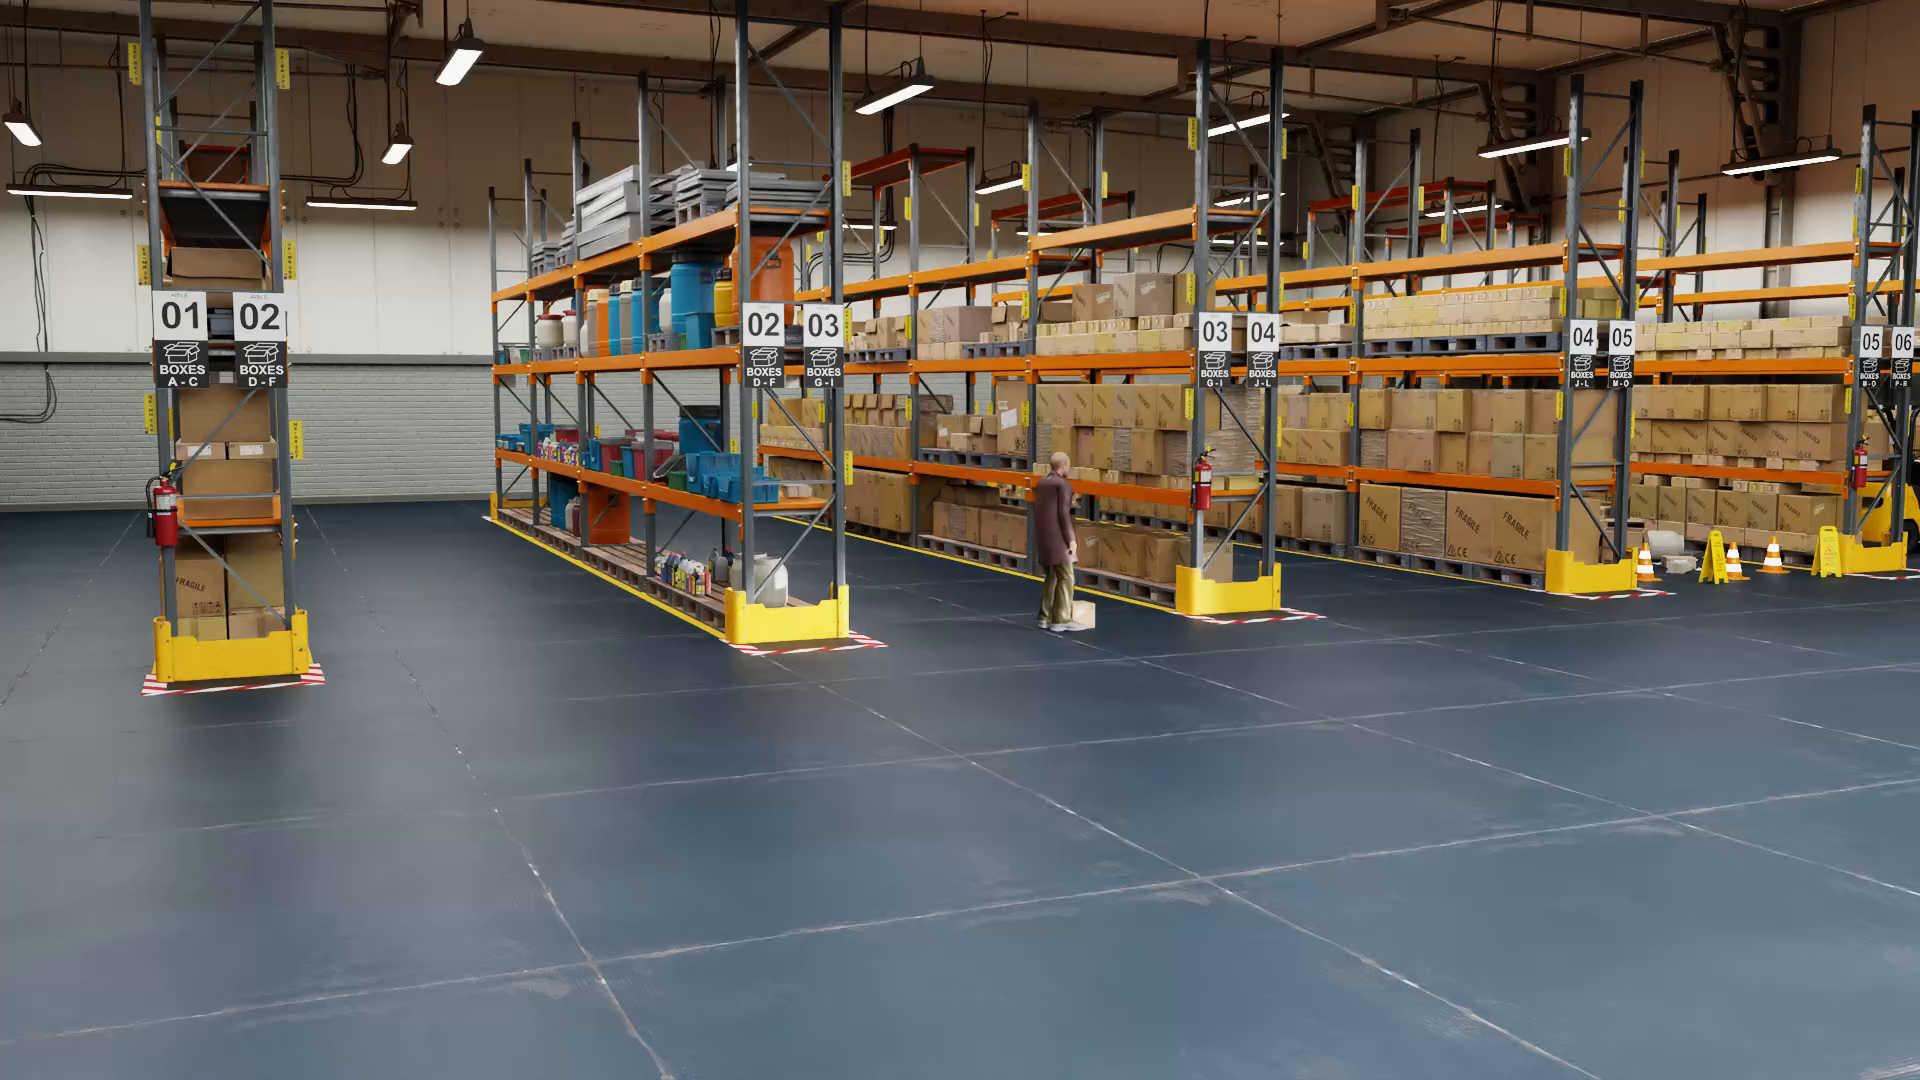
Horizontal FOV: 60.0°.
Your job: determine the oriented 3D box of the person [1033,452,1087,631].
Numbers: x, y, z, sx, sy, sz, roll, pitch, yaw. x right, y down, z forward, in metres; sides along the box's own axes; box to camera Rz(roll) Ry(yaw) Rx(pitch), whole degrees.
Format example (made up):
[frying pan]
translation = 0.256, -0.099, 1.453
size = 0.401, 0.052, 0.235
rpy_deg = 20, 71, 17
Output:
[person]
translation = 0.967, 0.007, 16.626
size = 0.429, 1.772, 0.643
rpy_deg = -3, 6, -27
